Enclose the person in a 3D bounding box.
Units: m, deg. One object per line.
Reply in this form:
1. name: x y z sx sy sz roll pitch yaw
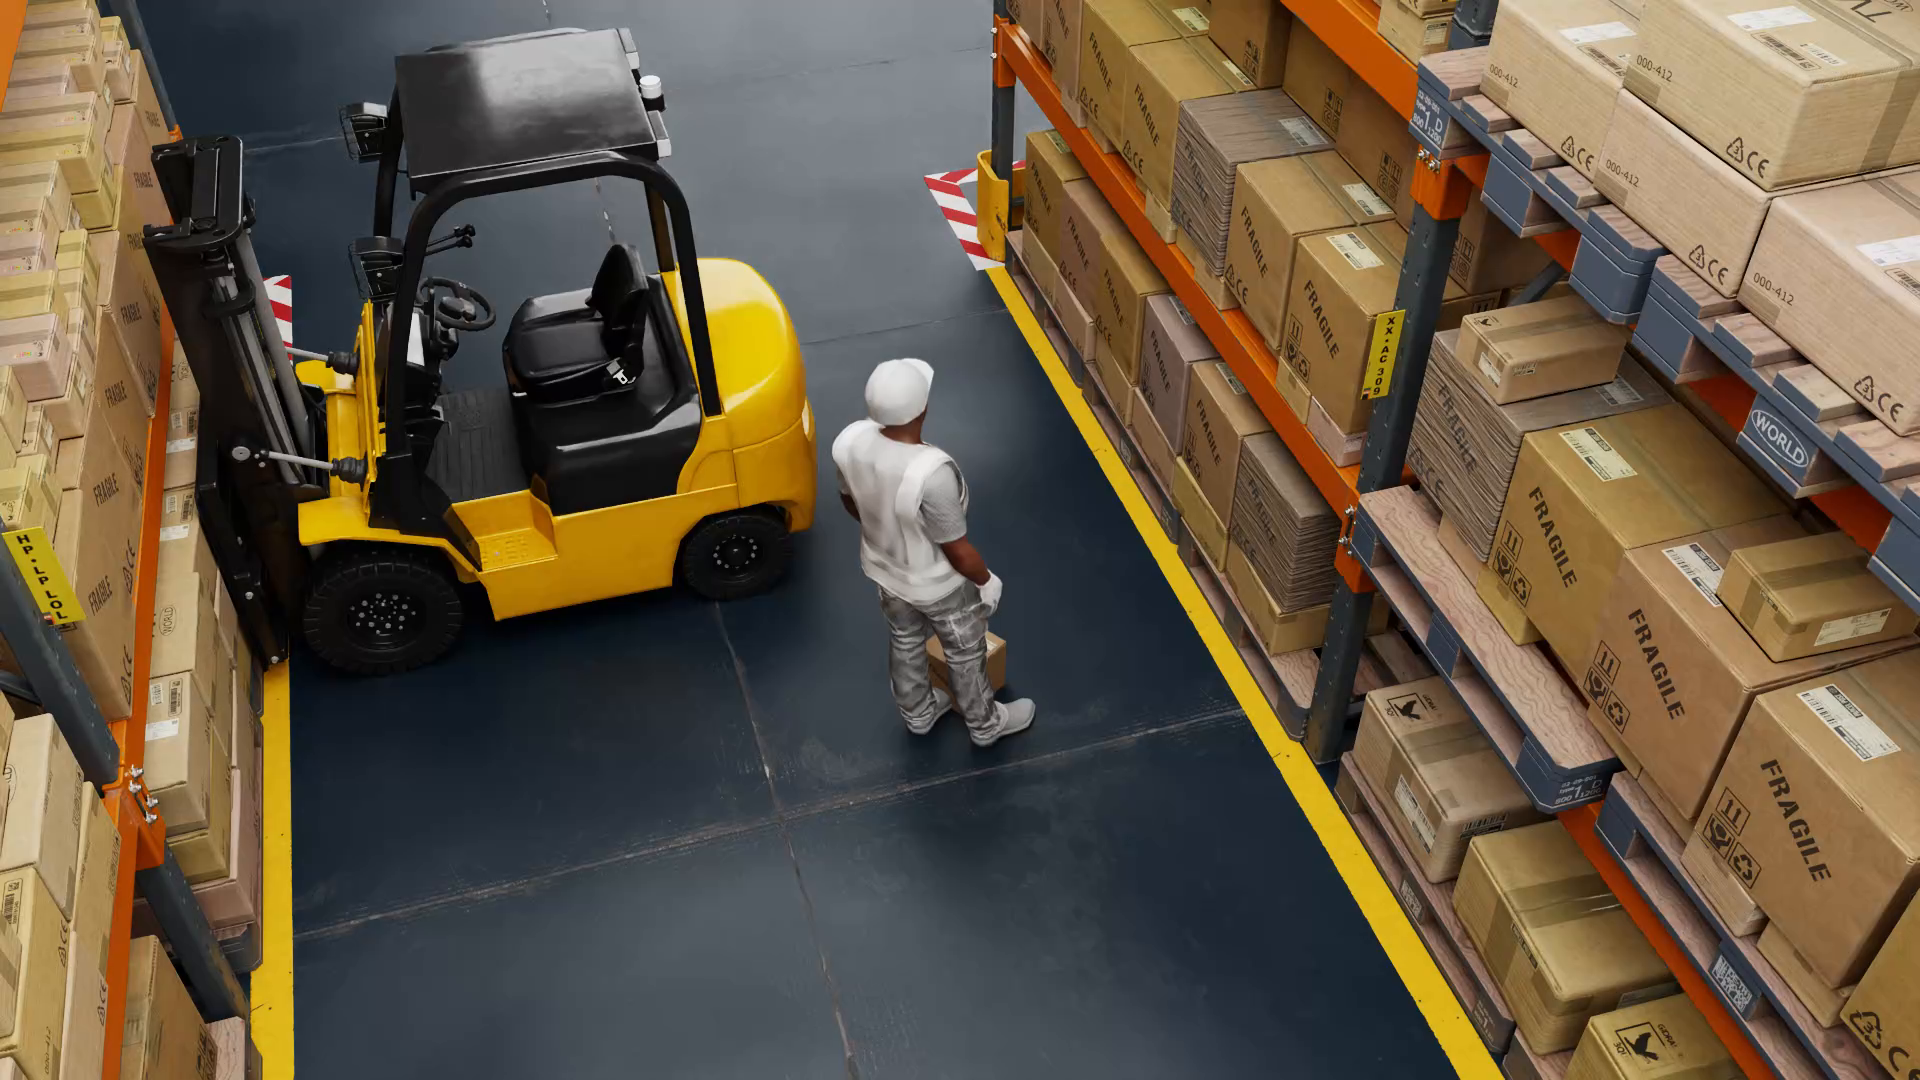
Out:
1. person: -0.094 0.047 6.080 0.653 1.781 0.577 30 50 29
